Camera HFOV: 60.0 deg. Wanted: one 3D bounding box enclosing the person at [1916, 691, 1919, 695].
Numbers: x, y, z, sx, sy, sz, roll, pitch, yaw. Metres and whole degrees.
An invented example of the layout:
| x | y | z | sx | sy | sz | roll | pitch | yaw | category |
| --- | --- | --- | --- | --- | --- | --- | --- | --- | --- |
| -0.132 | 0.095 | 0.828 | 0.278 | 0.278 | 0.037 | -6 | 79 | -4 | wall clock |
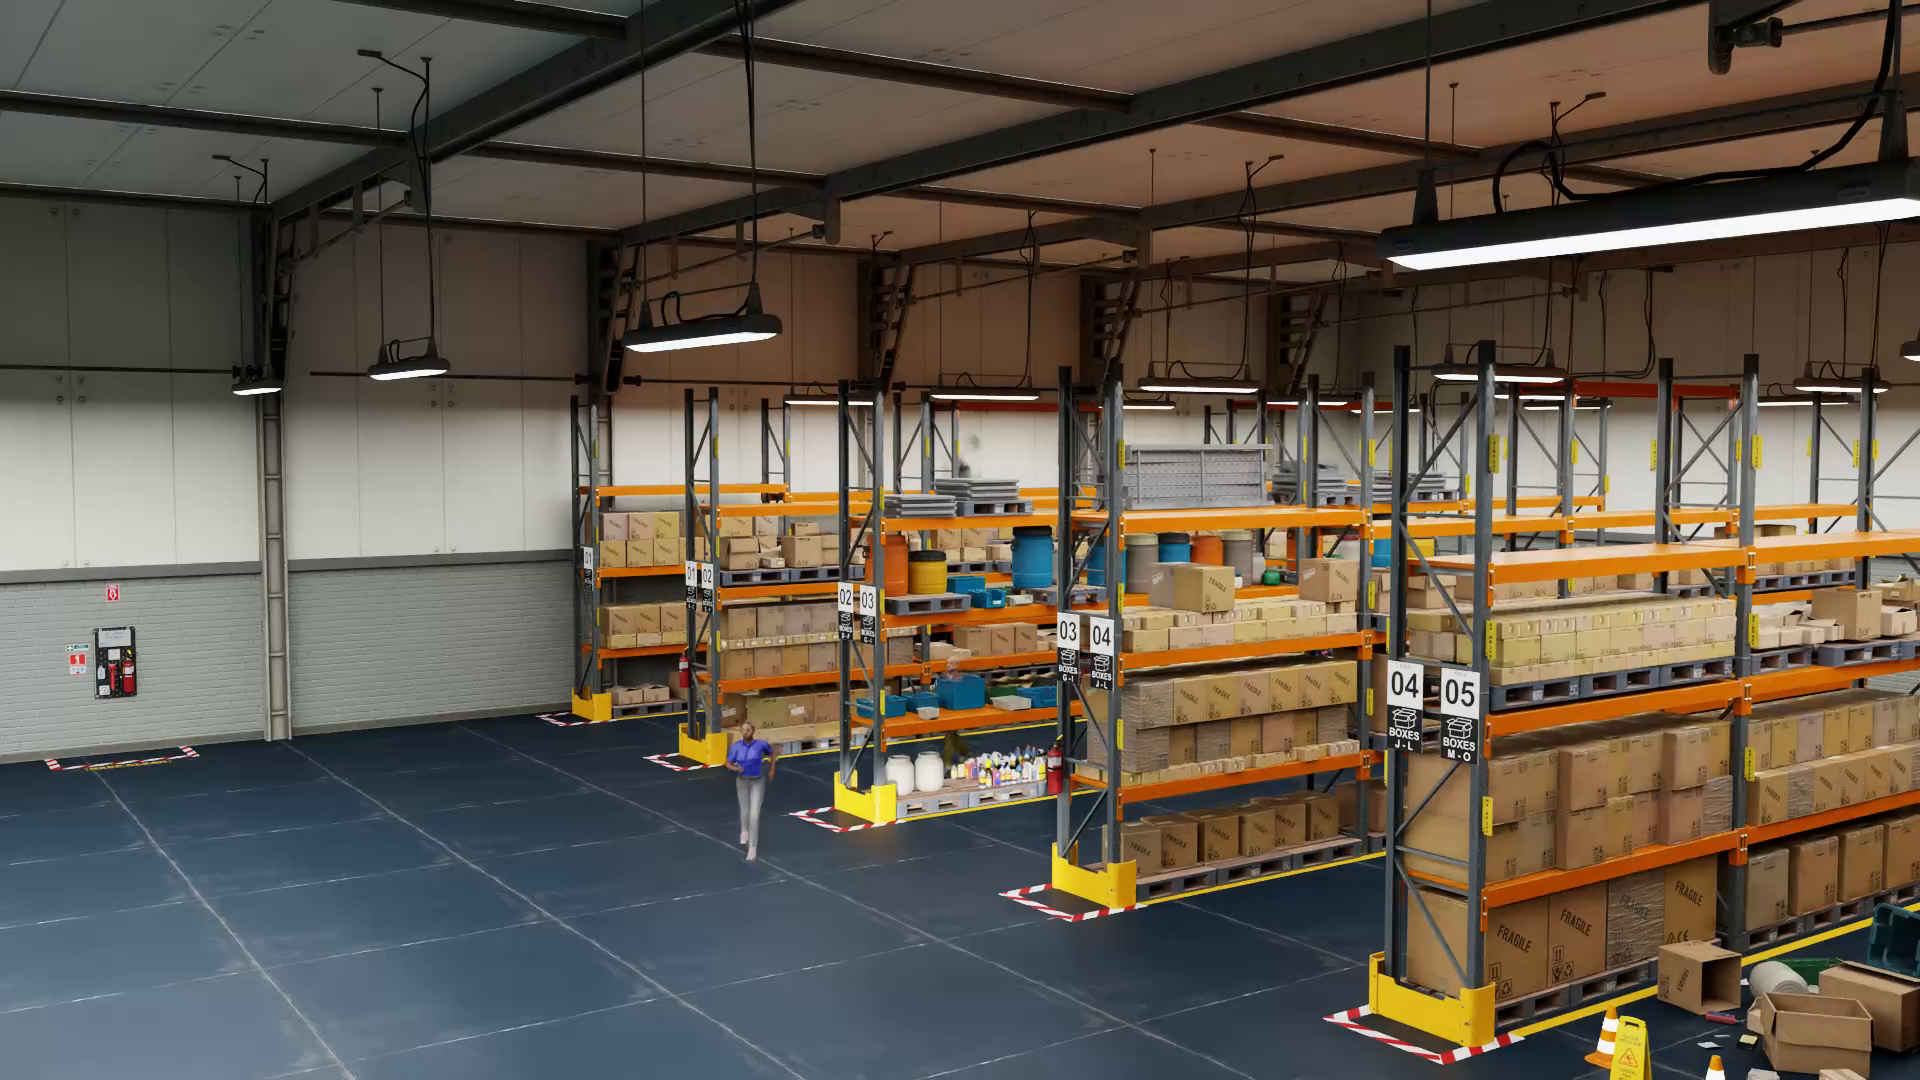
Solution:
| x | y | z | sx | sy | sz | roll | pitch | yaw | category |
| --- | --- | --- | --- | --- | --- | --- | --- | --- | --- |
| 13.181 | 2.937 | 22.827 | 0.693 | 1.748 | 0.700 | -3 | 4 | -38 | person |

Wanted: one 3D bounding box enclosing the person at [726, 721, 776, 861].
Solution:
| x | y | z | sx | sy | sz | roll | pitch | yaw | category |
| --- | --- | --- | --- | --- | --- | --- | --- | --- | --- |
| -2.606 | 3.091 | 20.803 | 0.587 | 1.697 | 0.900 | 0 | 3 | 3 | person |

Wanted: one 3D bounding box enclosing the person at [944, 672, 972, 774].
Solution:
| x | y | z | sx | sy | sz | roll | pitch | yaw | category |
| --- | --- | --- | --- | --- | --- | --- | --- | --- | --- |
| -0.121 | 2.822 | 25.785 | 0.611 | 1.552 | 0.981 | 3 | 5 | 42 | person |
